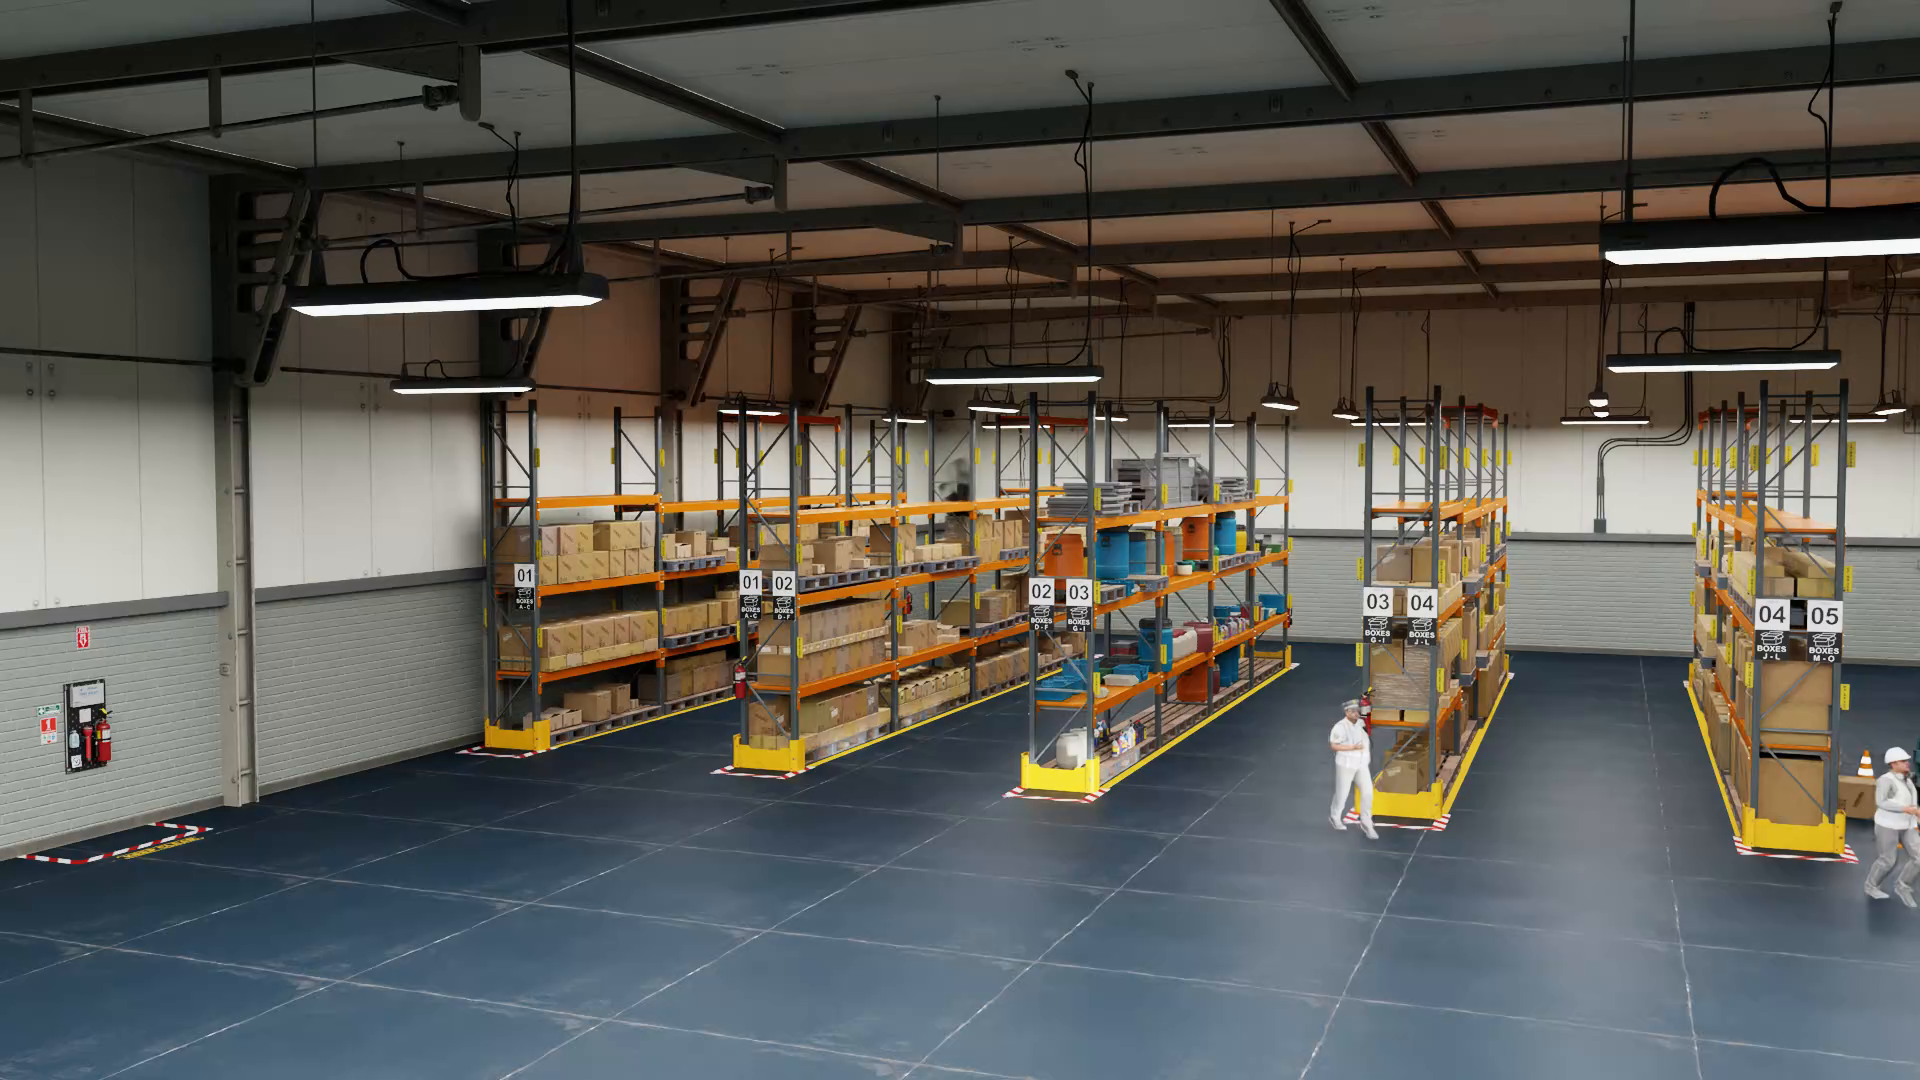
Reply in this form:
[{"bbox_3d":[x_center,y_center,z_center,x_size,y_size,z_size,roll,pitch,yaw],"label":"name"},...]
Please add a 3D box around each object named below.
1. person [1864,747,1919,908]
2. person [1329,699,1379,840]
[{"bbox_3d":[10.451,3.216,18.549,0.643,1.810,0.735,-1,3,-23],"label":"person"},{"bbox_3d":[5.197,3.019,22.067,0.673,1.838,0.759,-1,3,-20],"label":"person"}]
